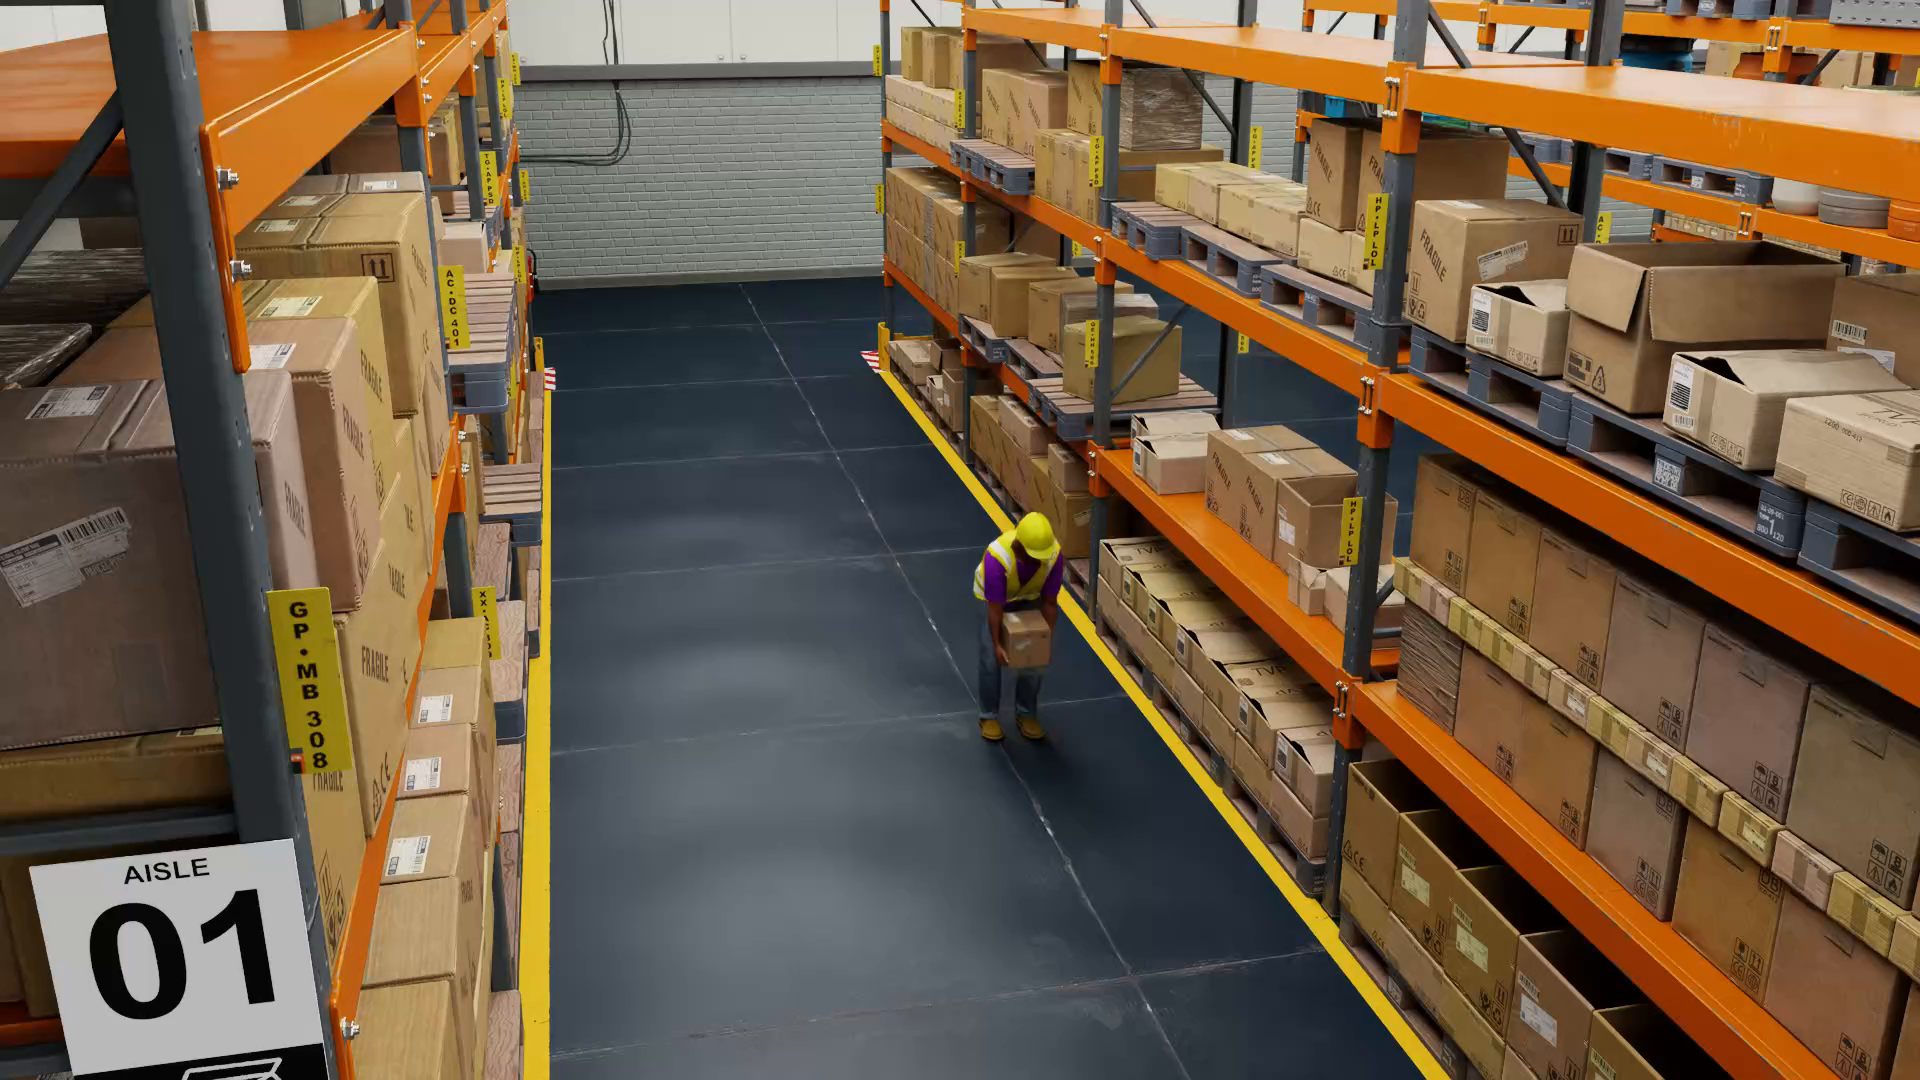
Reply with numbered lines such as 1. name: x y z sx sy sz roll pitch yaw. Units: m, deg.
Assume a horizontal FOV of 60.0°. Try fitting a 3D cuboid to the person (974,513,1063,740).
1. person: 0.363 0.497 9.943 0.477 1.555 0.798 -5 20 -14
